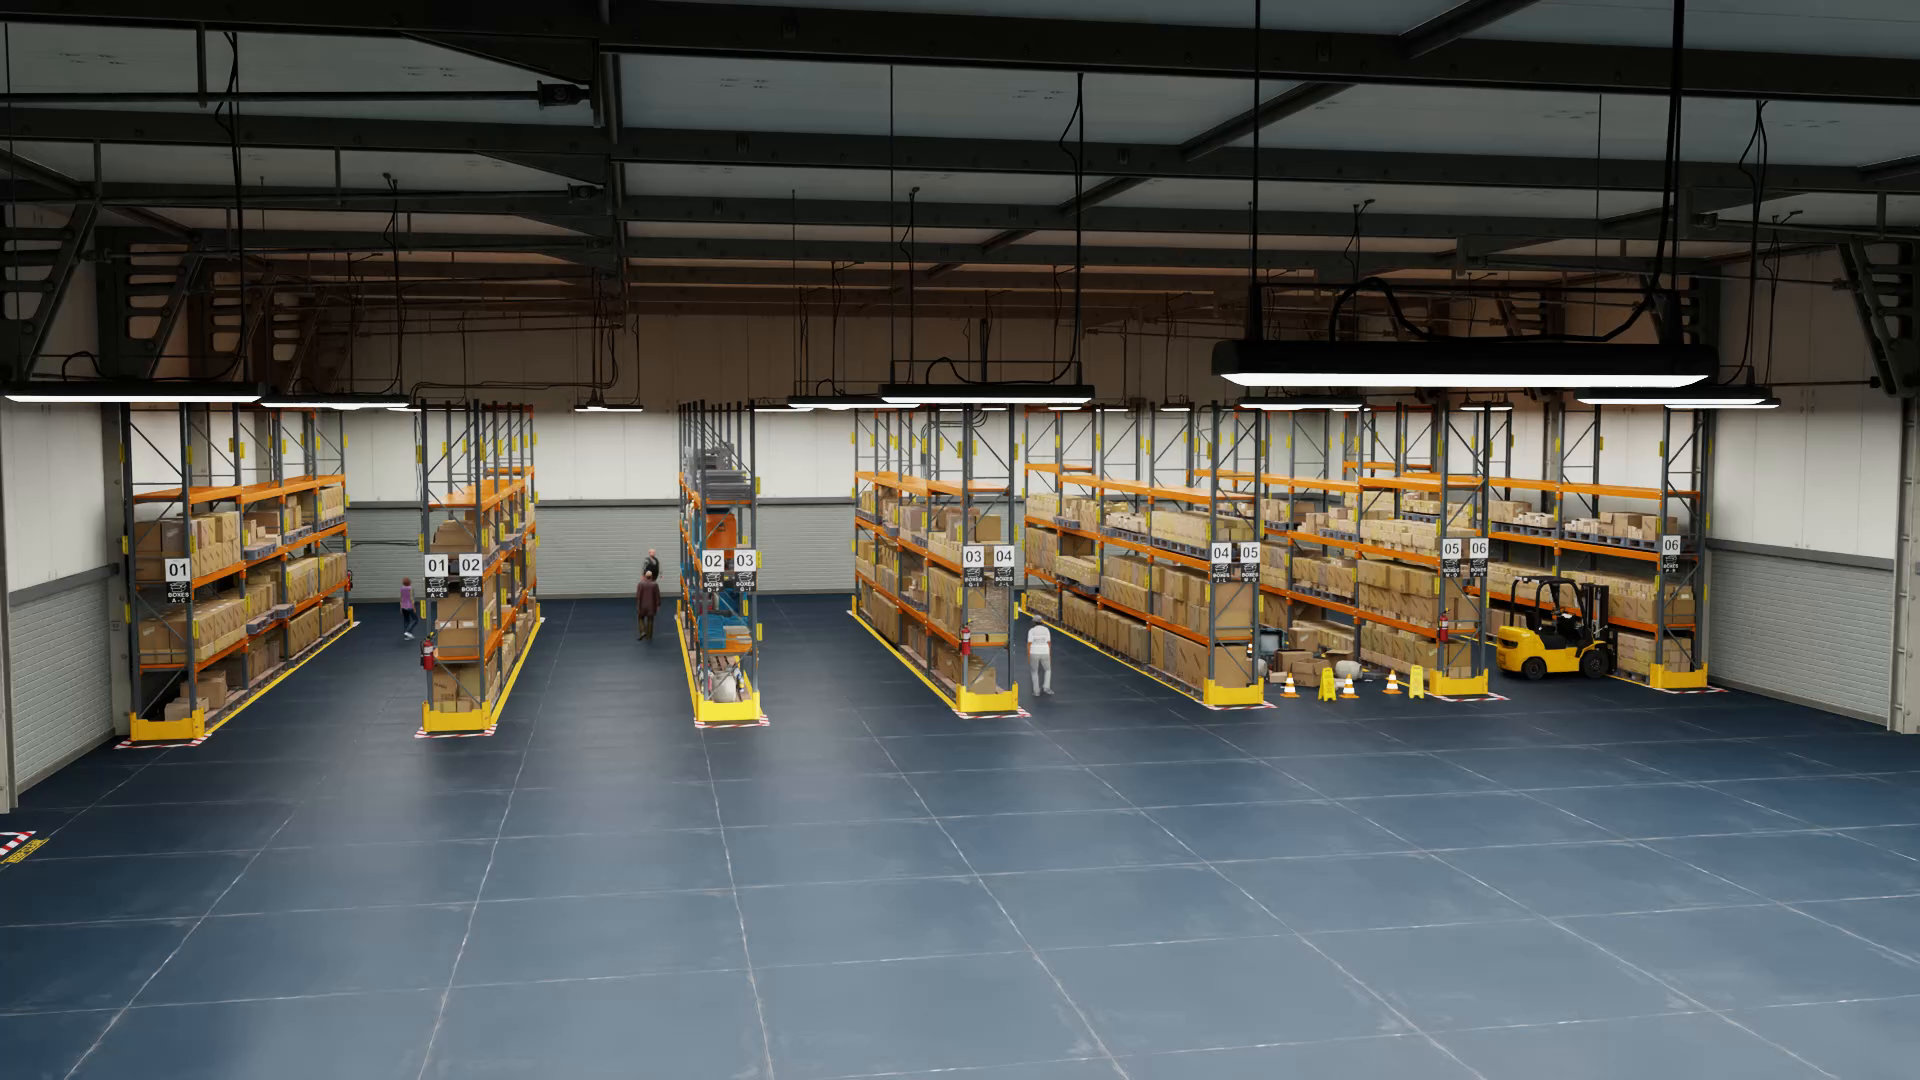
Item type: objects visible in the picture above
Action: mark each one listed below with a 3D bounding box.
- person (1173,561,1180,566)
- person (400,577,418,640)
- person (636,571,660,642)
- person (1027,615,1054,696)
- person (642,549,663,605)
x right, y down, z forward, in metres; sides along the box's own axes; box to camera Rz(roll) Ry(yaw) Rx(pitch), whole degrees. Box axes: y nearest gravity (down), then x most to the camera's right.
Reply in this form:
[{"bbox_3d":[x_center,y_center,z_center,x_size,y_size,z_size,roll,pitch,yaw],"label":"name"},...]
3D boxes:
[{"bbox_3d":[6.150,1.300,46.810,0.472,1.790,0.603,2,5,27],"label":"person"},{"bbox_3d":[-14.013,1.748,42.142,0.453,1.598,0.435,2,5,25],"label":"person"},{"bbox_3d":[-7.850,1.661,41.887,0.601,1.771,0.487,-1,4,-11],"label":"person"},{"bbox_3d":[1.633,2.352,33.773,0.527,1.651,0.513,-1,4,-9],"label":"person"},{"bbox_3d":[-9.234,1.104,49.903,1.103,1.653,0.551,3,5,36],"label":"person"}]
